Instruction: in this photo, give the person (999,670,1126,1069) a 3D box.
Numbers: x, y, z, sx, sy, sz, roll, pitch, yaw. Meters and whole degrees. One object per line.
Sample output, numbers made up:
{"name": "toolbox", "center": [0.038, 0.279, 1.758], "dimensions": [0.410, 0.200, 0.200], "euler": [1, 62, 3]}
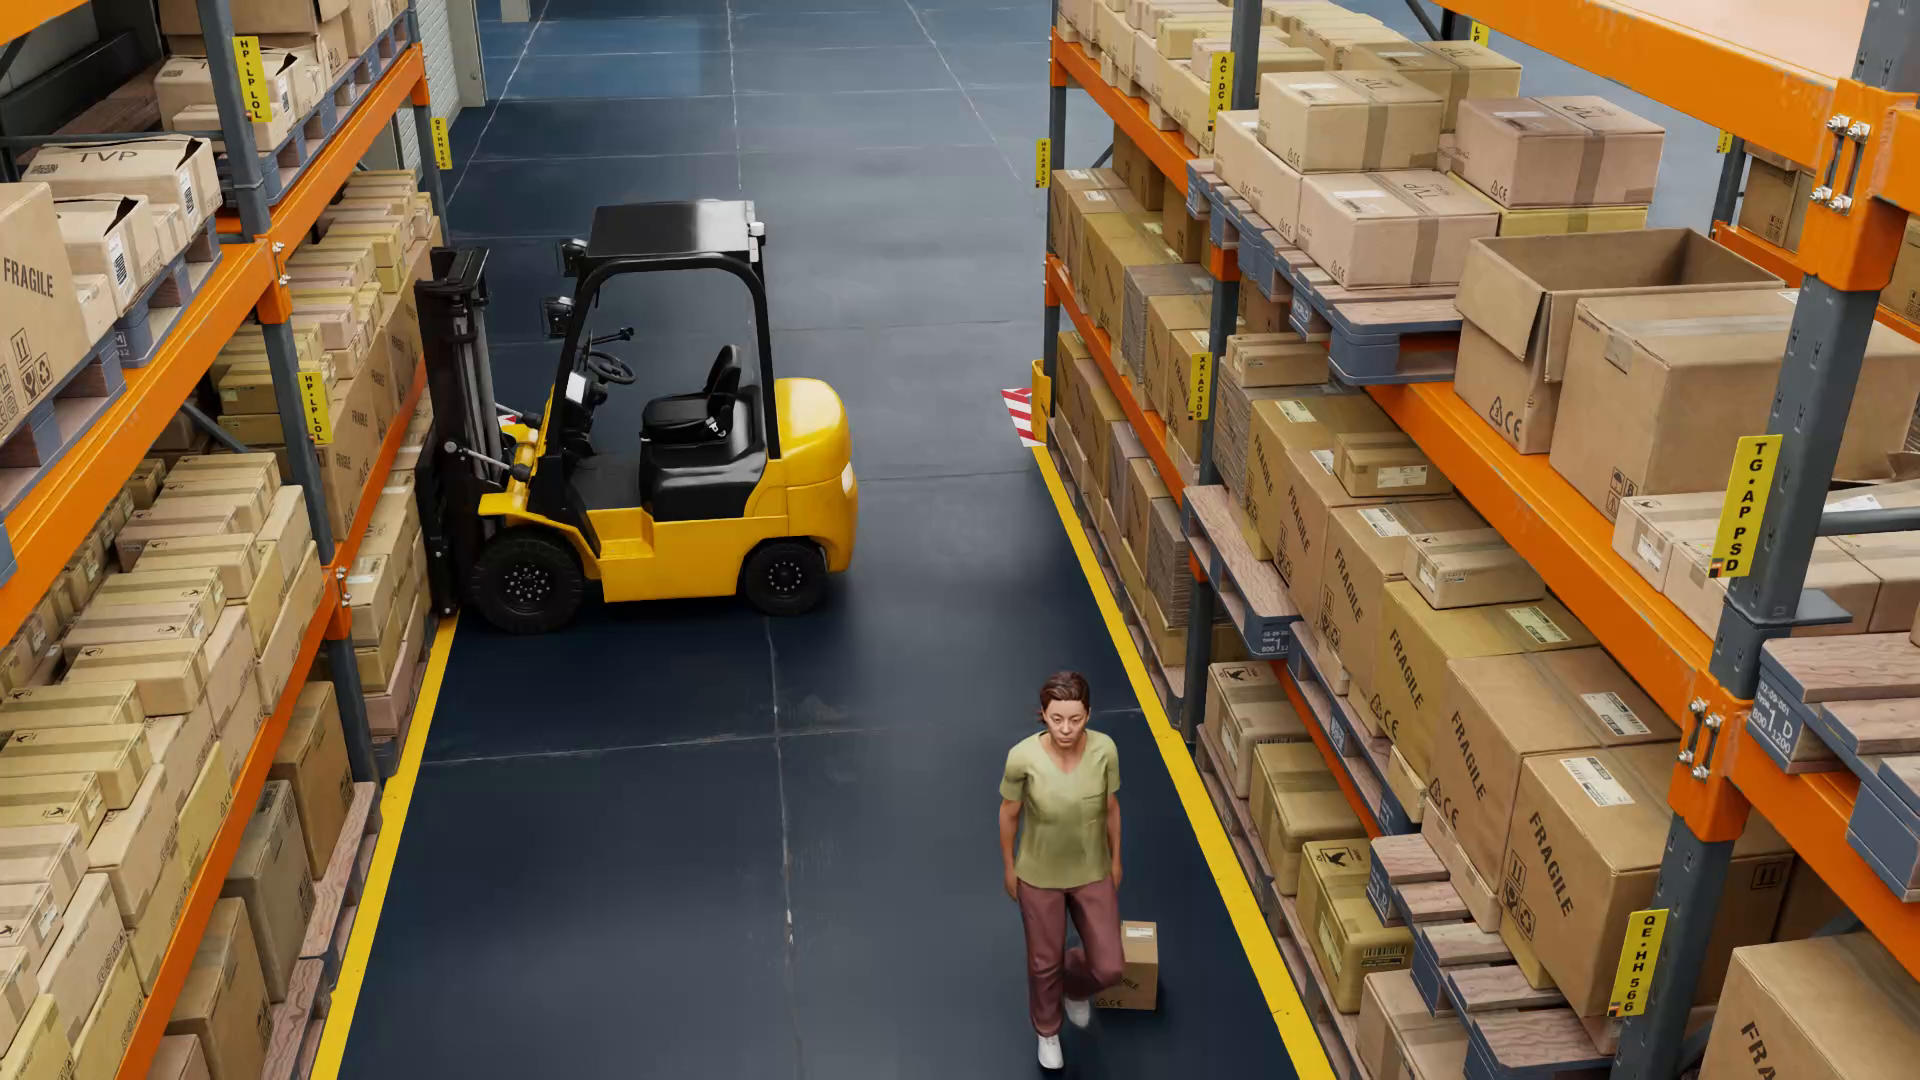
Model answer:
{"name": "person", "center": [0.385, 1.239, 6.155], "dimensions": [0.473, 1.664, 0.459], "euler": [-3, 27, -6]}
